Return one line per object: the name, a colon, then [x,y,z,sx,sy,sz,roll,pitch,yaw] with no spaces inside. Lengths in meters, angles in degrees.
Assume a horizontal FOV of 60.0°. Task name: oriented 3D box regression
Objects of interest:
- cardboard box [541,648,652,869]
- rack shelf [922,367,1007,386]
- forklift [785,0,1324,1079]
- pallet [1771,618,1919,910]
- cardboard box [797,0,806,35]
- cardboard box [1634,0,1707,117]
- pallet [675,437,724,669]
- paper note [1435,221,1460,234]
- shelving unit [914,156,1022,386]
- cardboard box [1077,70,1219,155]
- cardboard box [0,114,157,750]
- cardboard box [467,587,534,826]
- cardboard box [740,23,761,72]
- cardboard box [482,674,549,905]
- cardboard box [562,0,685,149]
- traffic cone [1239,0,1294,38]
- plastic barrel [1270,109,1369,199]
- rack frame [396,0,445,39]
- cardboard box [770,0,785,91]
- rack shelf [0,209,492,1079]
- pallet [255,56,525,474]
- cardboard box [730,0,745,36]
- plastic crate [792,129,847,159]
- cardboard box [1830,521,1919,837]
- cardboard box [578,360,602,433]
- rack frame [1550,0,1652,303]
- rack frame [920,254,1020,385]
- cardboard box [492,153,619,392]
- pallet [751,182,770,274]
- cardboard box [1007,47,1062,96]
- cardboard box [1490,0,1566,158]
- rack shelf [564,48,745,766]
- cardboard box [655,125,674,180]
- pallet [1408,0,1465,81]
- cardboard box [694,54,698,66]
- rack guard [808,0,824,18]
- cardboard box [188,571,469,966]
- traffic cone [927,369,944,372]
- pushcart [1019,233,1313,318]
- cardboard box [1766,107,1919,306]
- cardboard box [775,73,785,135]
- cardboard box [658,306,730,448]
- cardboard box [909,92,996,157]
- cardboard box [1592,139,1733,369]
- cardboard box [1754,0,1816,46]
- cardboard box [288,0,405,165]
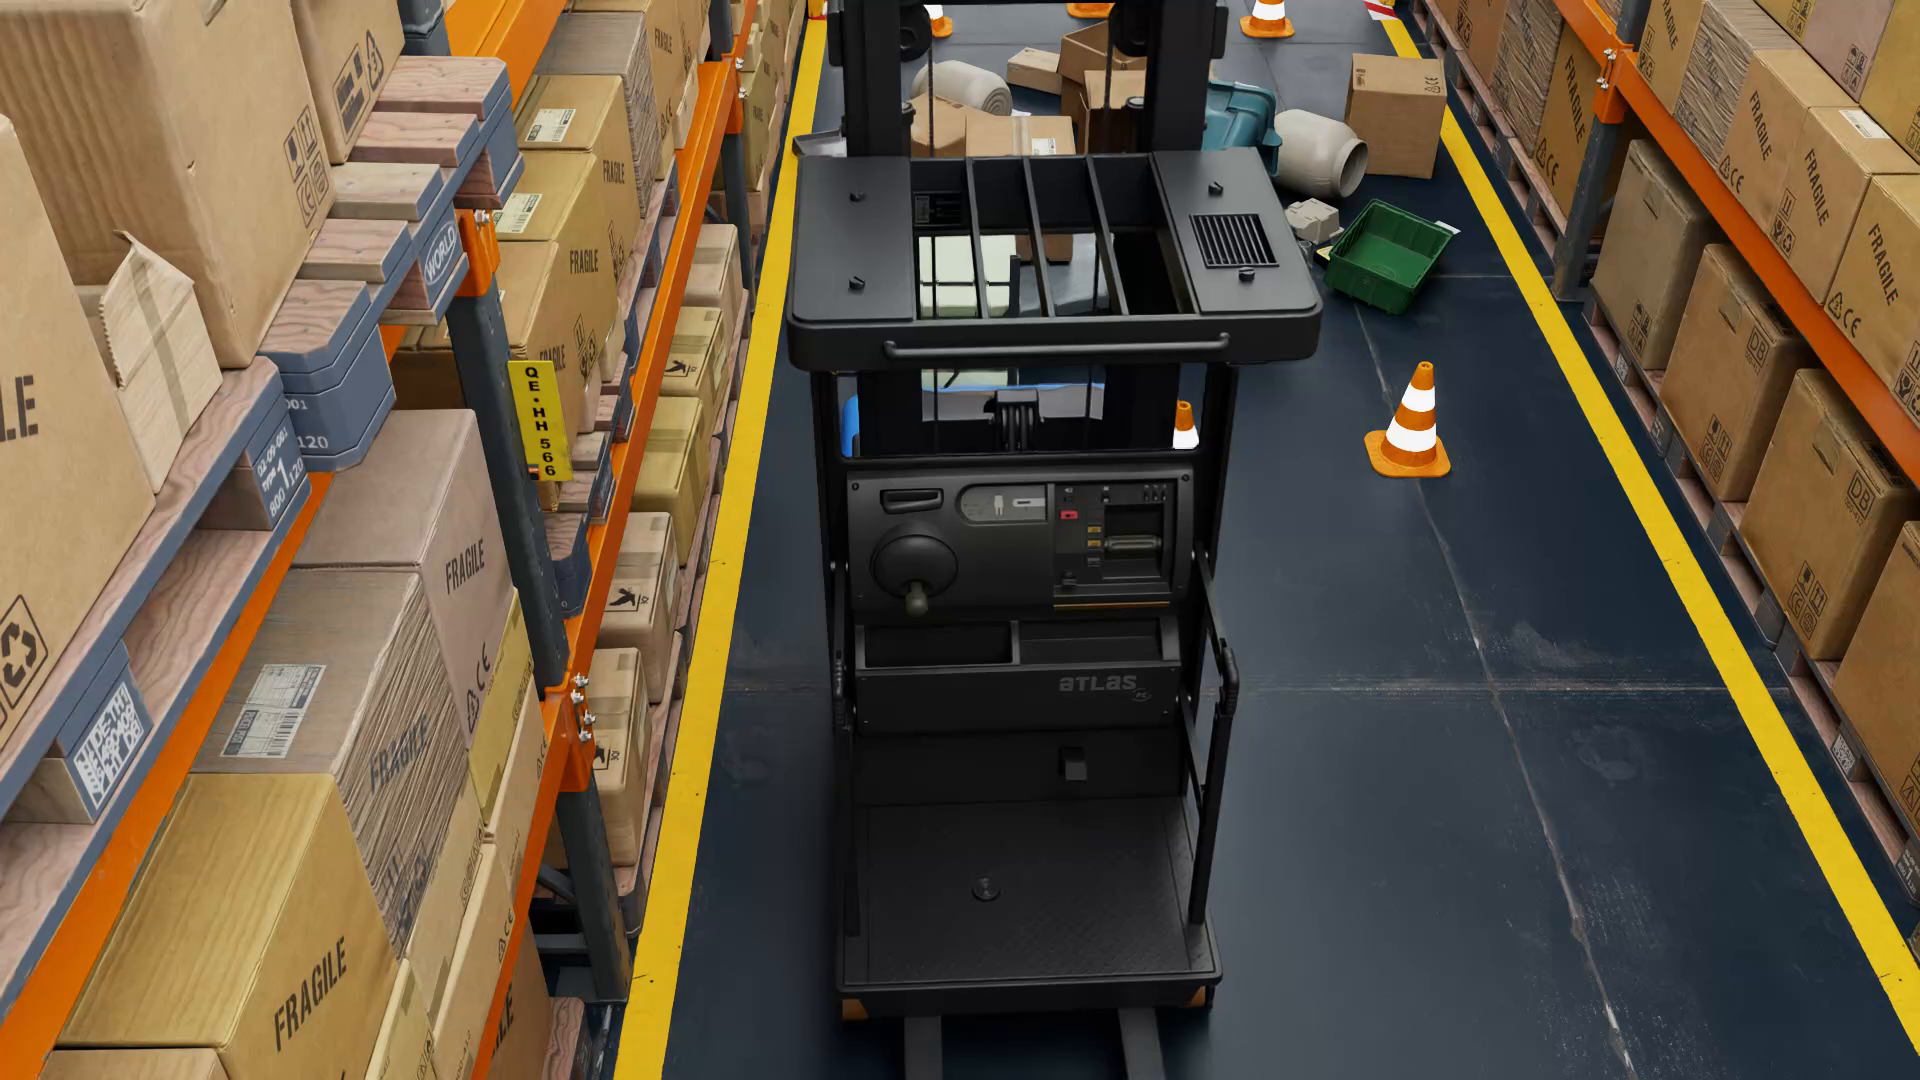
cardboard box: [-1.491,0.697,5.247,0.950,0.372,0.625,-2,39,-3]
rack shelf: [0.000,-0.335,6.490,0.431,0.370,0.720,0,39,0]
forklift: [0.176,0.076,4.311,1.130,2.935,3.031,-2,39,-2]
pallet: [3.524,0.717,5.686,1.003,0.211,1.213,0,39,0]
cardboard box: [-1.240,-3.385,10.438,0.500,0.250,0.500,0,39,0]
cardboard box: [3.176,-2.089,6.878,0.500,0.500,0.500,0,39,0]
pallet: [-1.498,0.027,6.547,1.003,0.211,1.213,0,39,0]
paper note: [2.539,-1.641,8.772,0.147,0.020,0.142,-28,46,-30]
shelving unit: [0.000,-0.589,6.286,0.431,1.500,0.755,0,39,0]
cardboard box: [1.033,-2.211,8.999,0.797,0.637,0.503,0,39,0]
cardboard box: [-1.208,-0.083,1.640,0.500,0.500,0.500,0,39,0]
cardboard box: [-1.246,0.355,3.628,0.500,0.250,0.500,0,39,0]
cardboard box: [-1.176,-2.397,8.086,0.380,0.149,0.250,0,39,1]
cardboard box: [-1.240,0.563,3.768,0.500,0.250,0.500,-1,39,-2]
cardboard box: [-1.279,-1.710,5.832,0.500,0.500,0.500,1,39,1]
traffic cone: [2.021,-3.558,10.819,0.336,0.463,0.334,0,39,0]
plastic barrel: [1.910,-2.082,9.010,0.512,0.421,0.421,28,46,30]
rack frame: [-1.500,-2.152,2.240,1.000,3.000,0.127,0,39,0]
cardboard box: [-1.247,-2.724,9.014,0.500,0.500,0.500,2,39,2]
rack shelf: [-1.498,0.550,1.842,1.077,0.370,4.000,0,39,0]
pallet: [-1.447,-0.505,2.734,1.213,0.211,1.003,2,39,2]
cardboard box: [-1.185,-2.412,7.562,0.380,0.149,0.250,0,39,0]
plastic crate: [-0.687,-2.156,9.376,0.402,0.080,0.583,-13,40,-16]
cardboard box: [3.539,0.455,5.246,1.050,0.750,0.750,-1,39,-1]
cardboard box: [-1.236,-0.428,4.751,0.380,0.149,0.250,-2,39,-3]
rack frame: [3.445,-2.379,7.320,1.000,3.000,0.127,0,39,0]
rack frame: [0.000,-0.361,6.001,0.400,1.500,0.023,0,39,0]
cardboard box: [-1.277,-0.738,4.618,0.500,0.500,0.500,2,39,2]
pallet: [-1.541,-1.644,8.633,1.003,0.211,1.213,0,39,0]
cardboard box: [0.512,-2.884,10.229,0.380,0.149,0.250,20,43,23]
cardboard box: [3.509,-2.671,9.048,0.875,0.875,0.875,0,39,0]
rack shelf: [-1.503,-0.781,5.901,1.077,0.370,4.000,0,39,0]
cardboard box: [-1.242,-1.419,5.987,0.380,0.149,0.250,0,39,0]
pallet: [3.519,-3.293,10.690,1.003,0.211,1.213,0,39,0]
cardboard box: [-1.246,-1.892,6.577,0.380,0.149,0.250,-1,39,-1]
rack guard: [-1.510,-3.791,11.081,1.175,0.500,0.348,0,39,0]
cardboard box: [-1.229,0.404,2.968,0.500,0.500,0.500,1,39,1]
traffic cone: [-0.104,-0.548,7.064,0.336,0.463,0.334,0,39,0]
pushcart: [0.775,-1.322,8.098,1.648,0.377,0.936,-13,40,-16]
cardboard box: [3.176,-1.143,5.698,0.500,0.500,0.500,1,39,1]
cardboard box: [-1.251,-2.438,9.257,0.500,0.250,0.500,-1,39,-1]
cardboard box: [-1.498,-0.673,6.957,0.950,0.372,0.625,2,39,3]
cardboard box: [-0.146,-2.009,8.855,0.500,0.500,0.500,28,46,30]
cardboard box: [3.536,-1.277,7.408,1.050,0.750,0.750,0,39,0]
cardboard box: [3.454,-2.176,6.188,0.700,0.500,0.500,-1,39,-1]
cardboard box: [-1.349,-0.950,2.720,0.797,0.503,0.637,-2,39,-3]
